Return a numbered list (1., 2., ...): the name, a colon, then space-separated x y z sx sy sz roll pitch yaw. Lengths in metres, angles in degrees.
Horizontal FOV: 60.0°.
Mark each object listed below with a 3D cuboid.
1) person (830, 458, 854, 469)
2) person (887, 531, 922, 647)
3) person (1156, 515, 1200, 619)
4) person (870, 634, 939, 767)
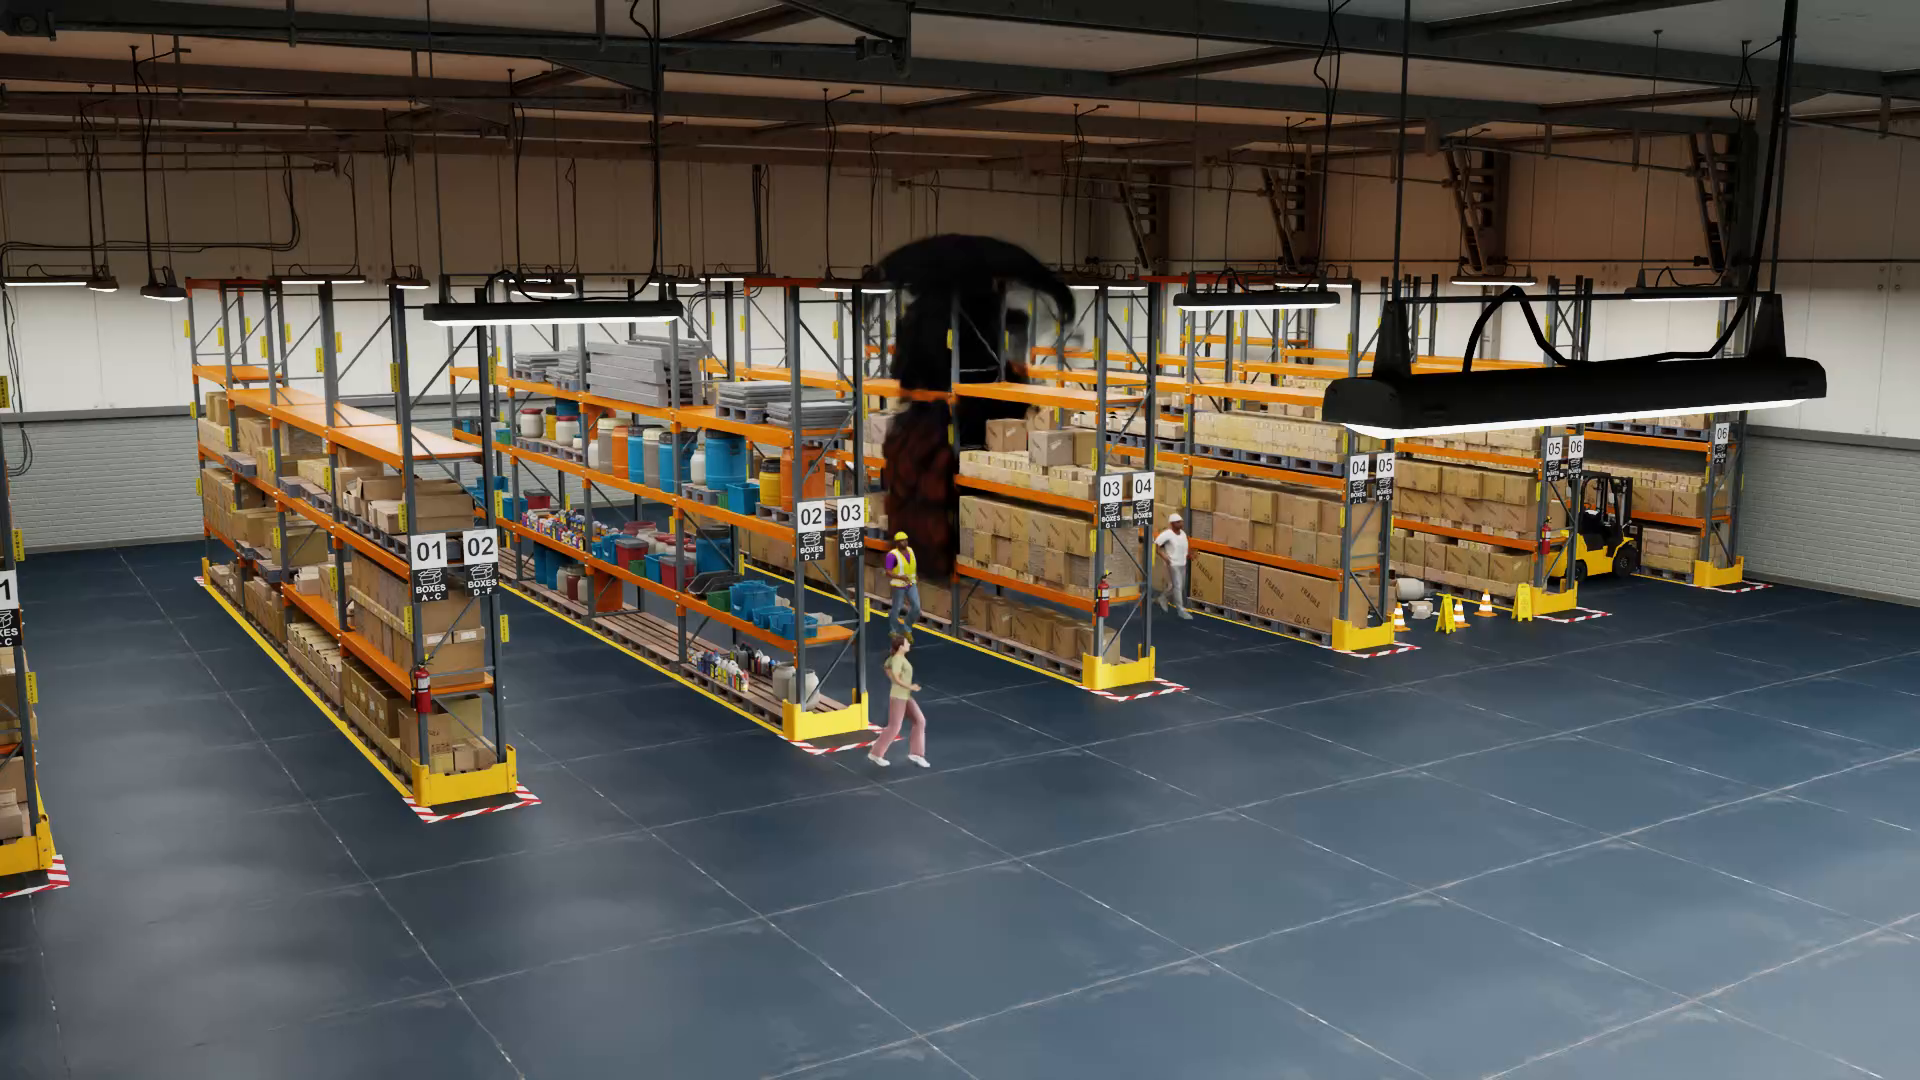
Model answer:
1. person: -2.991 -1.405 41.195 0.696 1.785 0.711 7 12 35
2. person: -0.868 0.777 26.569 0.698 1.859 0.694 -7 12 -37
3. person: 3.689 0.439 28.480 0.700 1.760 0.807 -9 13 -43
4. person: -0.695 2.018 20.995 0.872 1.689 0.621 0 10 3
